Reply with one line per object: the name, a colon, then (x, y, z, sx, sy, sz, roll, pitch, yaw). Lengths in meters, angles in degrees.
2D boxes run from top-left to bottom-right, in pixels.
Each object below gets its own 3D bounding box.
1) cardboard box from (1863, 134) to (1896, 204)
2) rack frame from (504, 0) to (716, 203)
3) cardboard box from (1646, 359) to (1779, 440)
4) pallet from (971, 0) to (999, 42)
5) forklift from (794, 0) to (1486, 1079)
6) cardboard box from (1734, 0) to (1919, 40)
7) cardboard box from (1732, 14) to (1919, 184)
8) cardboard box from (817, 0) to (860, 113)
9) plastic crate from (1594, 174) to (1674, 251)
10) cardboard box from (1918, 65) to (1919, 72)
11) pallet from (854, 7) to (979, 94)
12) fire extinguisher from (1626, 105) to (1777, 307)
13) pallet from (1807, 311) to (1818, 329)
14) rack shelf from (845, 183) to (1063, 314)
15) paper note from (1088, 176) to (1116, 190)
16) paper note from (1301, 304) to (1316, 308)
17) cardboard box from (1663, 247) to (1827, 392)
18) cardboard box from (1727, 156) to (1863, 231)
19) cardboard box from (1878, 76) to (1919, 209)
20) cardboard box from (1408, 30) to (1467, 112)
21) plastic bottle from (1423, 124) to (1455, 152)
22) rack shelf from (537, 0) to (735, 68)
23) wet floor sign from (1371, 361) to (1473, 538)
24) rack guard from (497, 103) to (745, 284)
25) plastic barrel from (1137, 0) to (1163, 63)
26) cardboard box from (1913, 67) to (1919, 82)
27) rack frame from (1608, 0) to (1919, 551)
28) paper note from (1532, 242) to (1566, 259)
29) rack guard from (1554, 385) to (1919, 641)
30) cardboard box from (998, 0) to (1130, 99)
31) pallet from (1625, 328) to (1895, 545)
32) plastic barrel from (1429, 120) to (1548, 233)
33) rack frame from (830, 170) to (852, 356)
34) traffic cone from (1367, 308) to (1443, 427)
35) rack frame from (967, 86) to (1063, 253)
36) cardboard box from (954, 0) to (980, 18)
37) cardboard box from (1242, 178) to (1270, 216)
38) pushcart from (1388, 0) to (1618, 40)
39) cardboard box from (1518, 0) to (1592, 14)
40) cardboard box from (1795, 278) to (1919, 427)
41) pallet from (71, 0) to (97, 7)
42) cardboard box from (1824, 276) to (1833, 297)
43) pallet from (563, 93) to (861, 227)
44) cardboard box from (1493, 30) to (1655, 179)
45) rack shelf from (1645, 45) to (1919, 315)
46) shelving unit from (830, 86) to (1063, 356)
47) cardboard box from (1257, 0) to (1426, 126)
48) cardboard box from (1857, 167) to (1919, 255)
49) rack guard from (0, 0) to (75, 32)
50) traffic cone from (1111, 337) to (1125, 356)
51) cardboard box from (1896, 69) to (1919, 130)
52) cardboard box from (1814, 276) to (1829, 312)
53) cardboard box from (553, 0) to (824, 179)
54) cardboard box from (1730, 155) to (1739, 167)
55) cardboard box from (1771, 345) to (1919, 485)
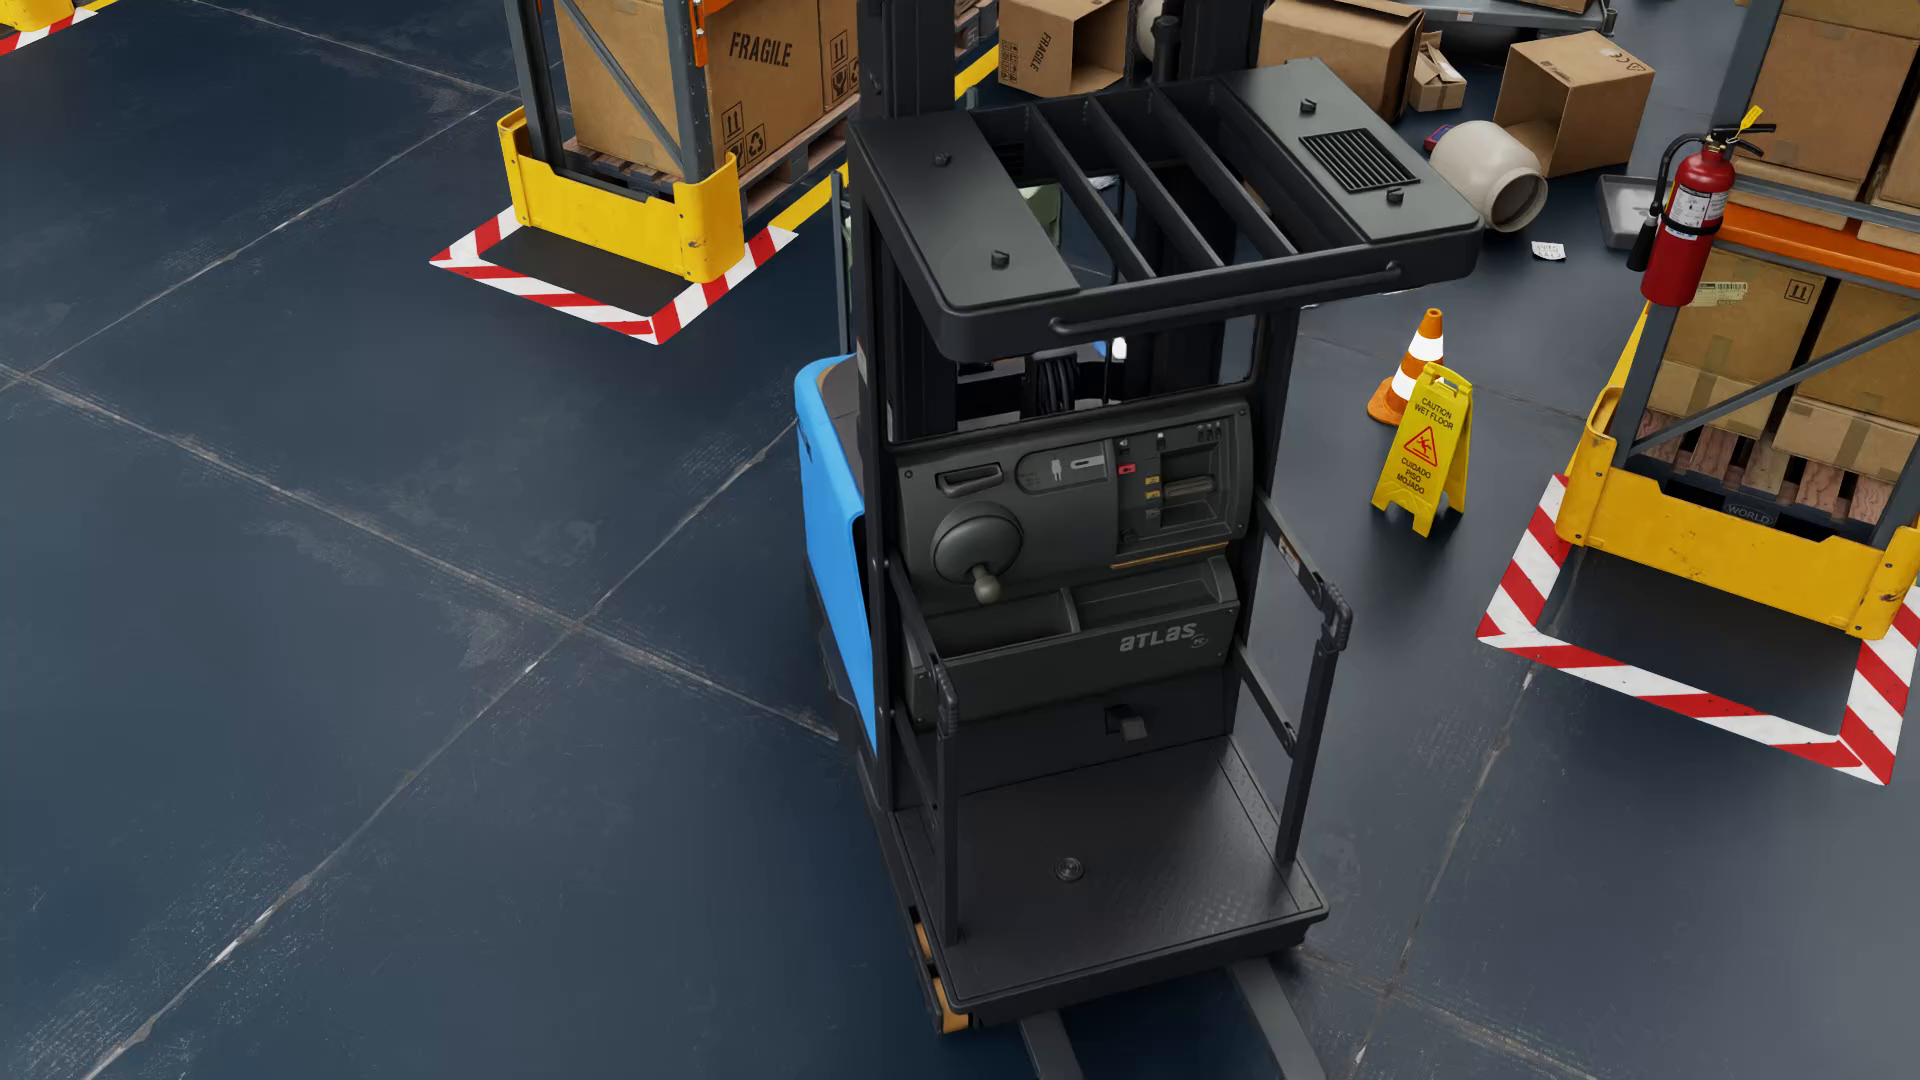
cardboard box: (3.242, -1.185, 5.516, 0.380, 0.149, 0.250, 22, 46, 23)
rack frame: (-1.558, -2.583, 6.914, 1.000, 3.000, 0.127, 21, 45, 22)
cardboard box: (2.962, -0.695, 6.532, 0.500, 0.250, 0.500, 21, 45, 22)
pallet: (-0.004, -3.416, 9.970, 1.003, 0.211, 1.213, 21, 45, 22)
forklift: (0.367, -0.015, 4.049, 1.130, 2.935, 3.031, -11, 43, -12)
cardboard box: (2.845, -1.893, 5.072, 0.700, 0.500, 0.500, 20, 45, 21)
cardboard box: (2.811, -1.555, 5.445, 0.500, 0.500, 0.500, 20, 45, 21)
cardboard box: (-0.837, -2.857, 8.515, 0.875, 0.875, 0.875, 20, 45, 21)
plastic crate: (3.284, -1.570, 7.972, 0.402, 0.080, 0.583, 7, 42, 8)
cardboard box: (3.766, -1.922, 5.862, 0.500, 0.500, 0.500, 20, 45, 21)
pallet: (-0.614, -2.715, 9.174, 1.003, 0.211, 1.213, 21, 45, 22)
fire extinguisher: (2.322, -1.062, 5.245, 0.296, 0.674, 0.183, 21, 45, 22)
pallet: (3.865, -1.149, 7.395, 1.003, 0.211, 1.213, 21, 45, 22)
rack shelf: (-0.030, -1.026, 5.690, 0.431, 0.370, 0.720, 26, 48, 27)
paper note: (0.676, -1.780, 8.250, 0.142, 0.017, 0.144, -29, 49, -29)
paper note: (1.528, -1.089, 7.463, 0.148, 0.019, 0.142, 7, 42, 8)
cardboard box: (2.954, -0.956, 6.261, 0.500, 0.500, 0.500, 21, 46, 22)
cardboard box: (2.780, -1.194, 5.527, 0.380, 0.149, 0.250, 22, 46, 23)
cardboard box: (3.256, -1.332, 5.193, 0.500, 0.500, 0.500, 20, 45, 21)
cardboard box: (2.514, -2.510, 8.900, 0.258, 0.266, 0.396, -7, 42, -7)
plastic bottle: (2.511, -2.072, 8.556, 0.133, 0.061, 0.283, 29, 49, 29)
rack shelf: (-0.557, -3.458, 8.451, 1.077, 0.370, 4.000, 21, 45, 22)
wet floor sign: (1.757, -0.365, 6.177, 0.232, 0.644, 0.267, -29, 49, -29)
rack guard: (-1.570, -1.631, 7.724, 1.175, 0.500, 0.348, 21, 45, 22)
plastic barrel: (1.204, -2.749, 9.051, 0.421, 0.421, 0.512, -14, 43, -15)
cardboard box: (3.792, -1.770, 6.180, 0.380, 0.149, 0.250, 22, 46, 23)
rack frame: (2.778, -1.004, 5.120, 1.000, 3.000, 0.127, 21, 45, 22)
paper note: (2.752, -1.358, 7.769, 0.142, 0.019, 0.148, 7, 42, 8)
rack guard: (2.816, -0.109, 5.996, 1.175, 0.500, 0.348, 21, 45, 22)
cardboard box: (0.555, -2.707, 8.944, 0.500, 0.500, 0.500, 29, 49, 29)
pallet: (3.254, -0.454, 6.606, 1.003, 0.211, 1.213, 21, 45, 22)
plastic barrel: (2.501, -1.720, 7.882, 0.421, 0.421, 0.512, -14, 43, -15)
rack frame: (-0.248, -0.540, 5.728, 0.400, 1.500, 0.023, 26, 48, 27)
traffic cone: (1.877, -0.724, 6.723, 0.336, 0.463, 0.334, 21, 45, 22)
rack frame: (0.189, -0.927, 6.168, 0.400, 1.500, 0.023, 26, 48, 27)
cardboard box: (-0.379, -3.378, 9.107, 0.875, 0.875, 0.875, 21, 46, 22)
cardboard box: (1.465, -1.909, 8.037, 0.797, 0.503, 0.637, -7, 42, -7)
pushcart: (2.781, -3.034, 9.410, 1.648, 0.377, 0.936, 7, 42, 8)
cardboard box: (3.224, -3.210, 8.944, 0.500, 0.500, 0.500, 21, 45, 22)
cardboard box: (3.433, -0.795, 6.078, 0.500, 0.500, 0.500, 19, 45, 21)
pallet: (-5.326, -3.731, 10.328, 1.003, 0.211, 1.213, 21, 45, 22)
cardboard box: (3.691, -1.096, 6.420, 0.500, 0.500, 0.500, 19, 45, 21)
pallet: (-1.225, -2.020, 8.384, 1.003, 0.211, 1.213, 21, 45, 22)
cardboard box: (3.066, -2.192, 8.359, 0.500, 0.500, 0.500, -14, 43, -15)
rack shelf: (3.779, -1.878, 6.658, 1.077, 0.370, 4.000, 21, 45, 22)
shelving unit: (-0.030, -0.733, 5.948, 0.431, 1.500, 0.755, 26, 48, 27)
cardboard box: (1.926, -2.498, 8.603, 0.797, 0.637, 0.503, 21, 45, 22)
cardboard box: (3.128, -1.036, 5.346, 0.380, 0.149, 0.250, 21, 46, 22)
rack guard: (-5.764, -3.387, 9.717, 1.175, 0.500, 0.348, 21, 45, 22)
traffic cone: (0.746, -0.897, 6.918, 0.336, 0.463, 0.334, 21, 45, 22)
cardboard box: (3.512, -1.630, 5.530, 0.500, 0.500, 0.500, 22, 46, 23)
cardboard box: (3.946, -1.106, 6.999, 0.500, 0.250, 0.500, 24, 47, 25)
cardboard box: (-1.276, -2.353, 7.942, 0.875, 0.875, 0.875, 21, 46, 22)
cardboard box: (2.811, -1.376, 5.733, 0.380, 0.149, 0.250, 20, 45, 22)
cardboard box: (3.422, -0.500, 6.311, 0.500, 0.250, 0.500, 21, 45, 22)
